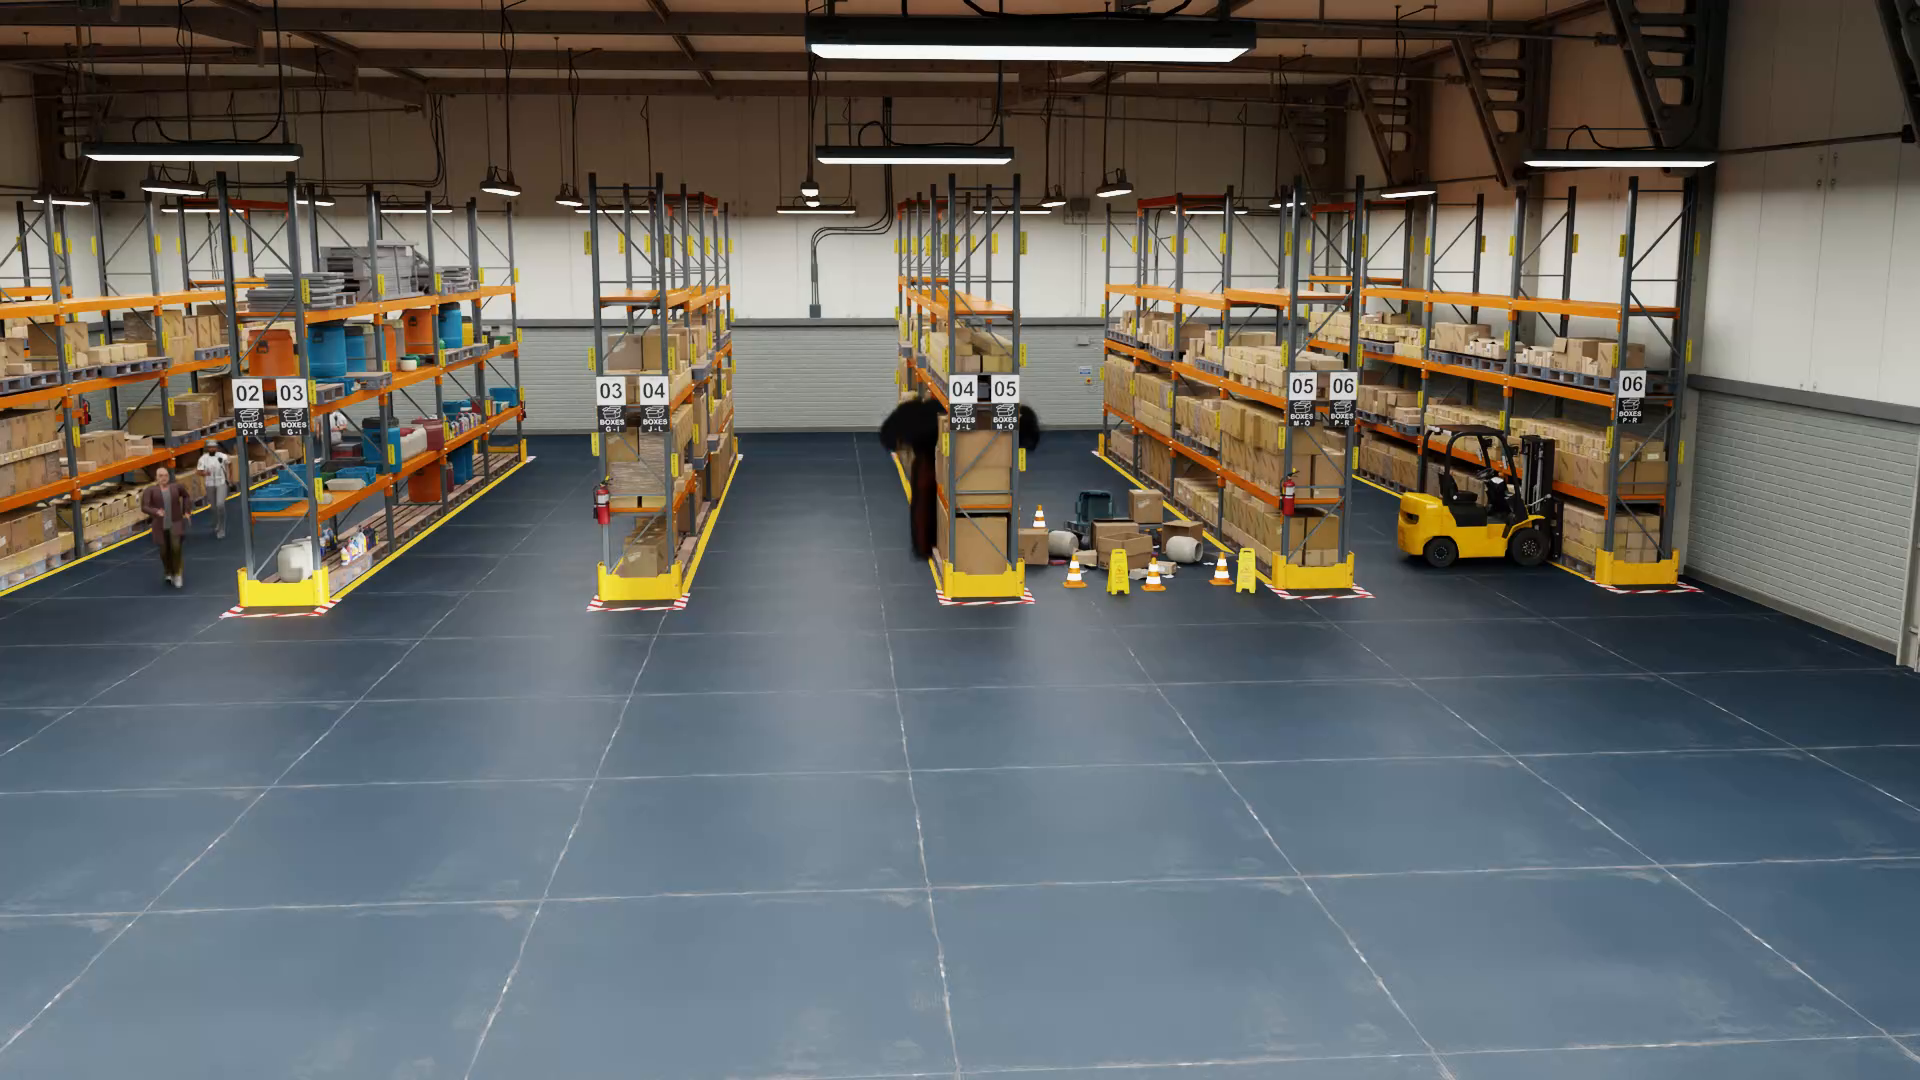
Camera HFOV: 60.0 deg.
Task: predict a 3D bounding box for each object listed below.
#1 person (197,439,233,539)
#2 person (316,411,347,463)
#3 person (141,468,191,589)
[{"bbox_3d":[-12.984,-0.913,29.018,0.521,1.746,0.849,-2,10,-12],"label":"person"},{"bbox_3d":[-13.483,-2.121,35.676,0.652,1.819,0.727,-3,10,-14],"label":"person"},{"bbox_3d":[-11.736,-0.175,24.627,0.647,1.810,0.884,-4,11,-23],"label":"person"}]
